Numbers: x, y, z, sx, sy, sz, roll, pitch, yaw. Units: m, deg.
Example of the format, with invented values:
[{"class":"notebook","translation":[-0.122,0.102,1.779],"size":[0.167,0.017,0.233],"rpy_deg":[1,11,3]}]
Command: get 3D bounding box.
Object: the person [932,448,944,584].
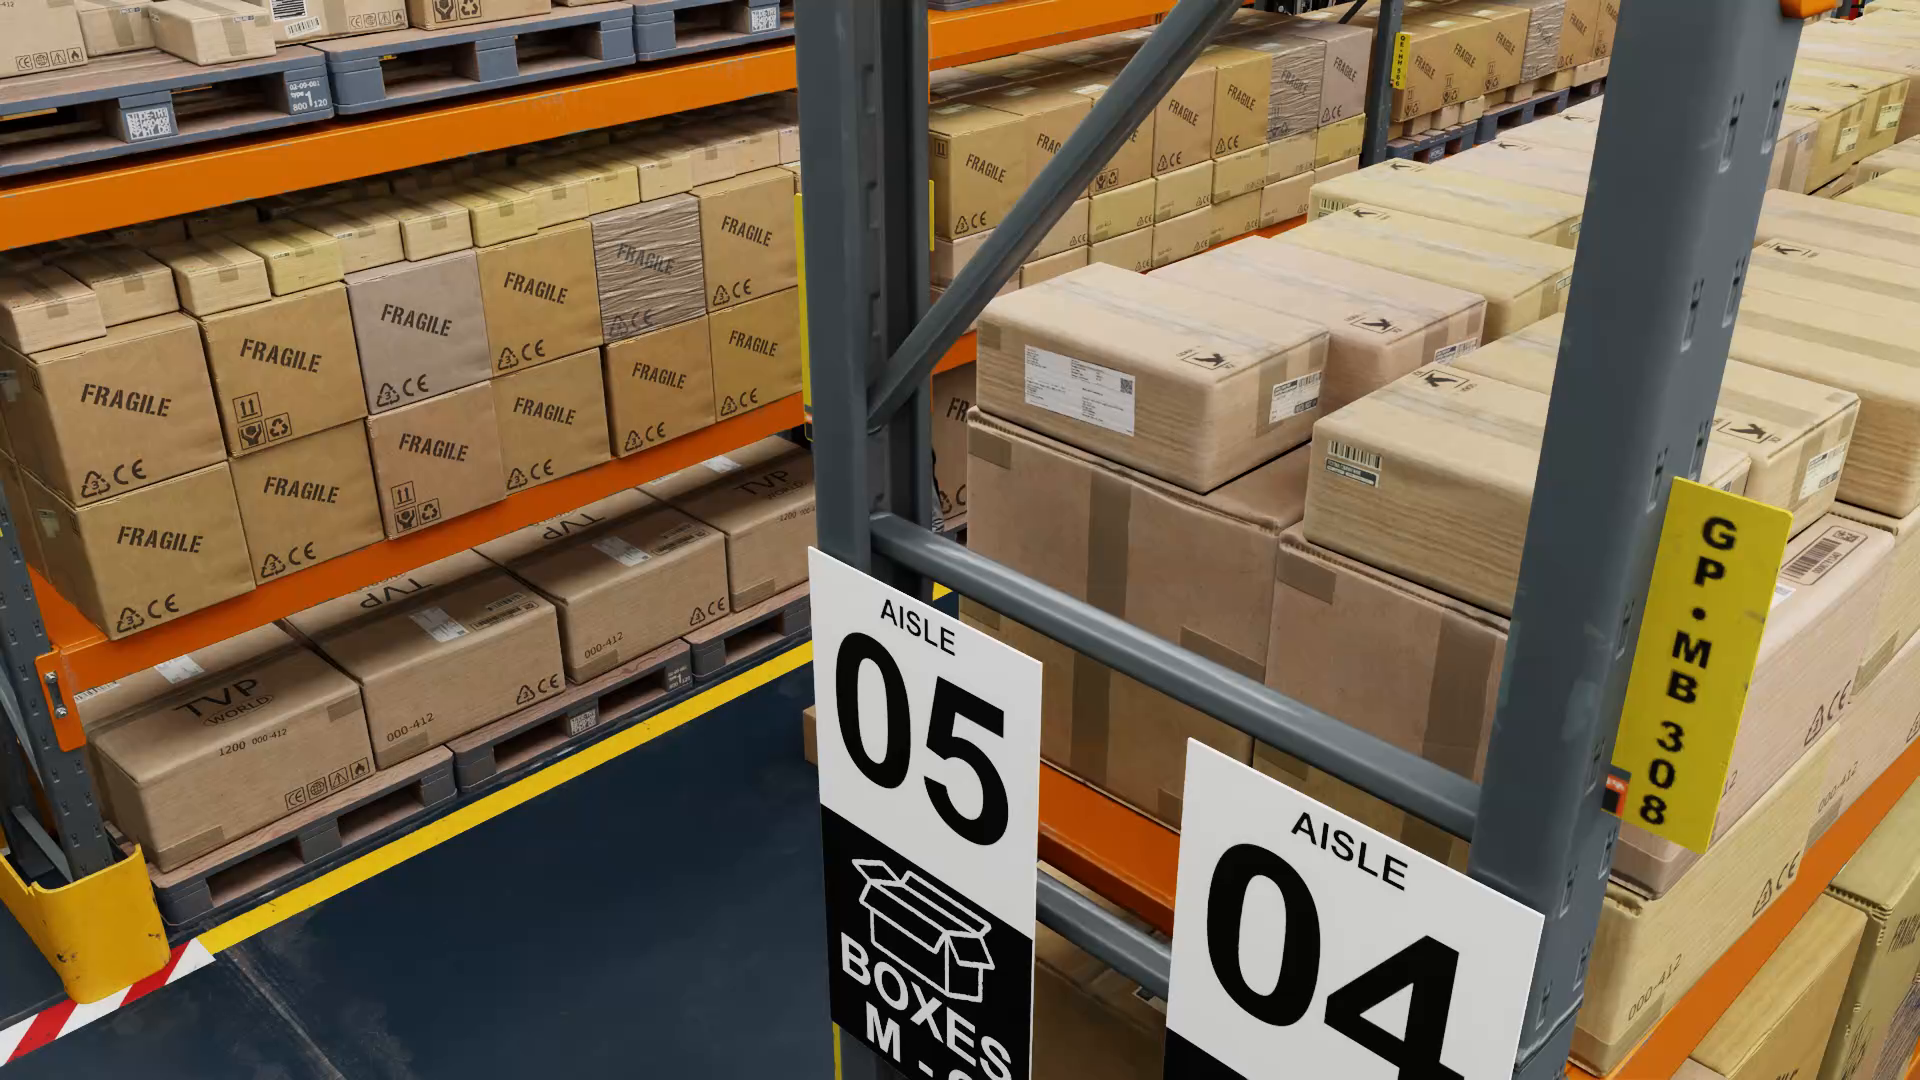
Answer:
[{"class":"person","translation":[-0.302,0.090,6.974],"size":[0.584,1.720,0.412],"rpy_deg":[24,36,38]}]
